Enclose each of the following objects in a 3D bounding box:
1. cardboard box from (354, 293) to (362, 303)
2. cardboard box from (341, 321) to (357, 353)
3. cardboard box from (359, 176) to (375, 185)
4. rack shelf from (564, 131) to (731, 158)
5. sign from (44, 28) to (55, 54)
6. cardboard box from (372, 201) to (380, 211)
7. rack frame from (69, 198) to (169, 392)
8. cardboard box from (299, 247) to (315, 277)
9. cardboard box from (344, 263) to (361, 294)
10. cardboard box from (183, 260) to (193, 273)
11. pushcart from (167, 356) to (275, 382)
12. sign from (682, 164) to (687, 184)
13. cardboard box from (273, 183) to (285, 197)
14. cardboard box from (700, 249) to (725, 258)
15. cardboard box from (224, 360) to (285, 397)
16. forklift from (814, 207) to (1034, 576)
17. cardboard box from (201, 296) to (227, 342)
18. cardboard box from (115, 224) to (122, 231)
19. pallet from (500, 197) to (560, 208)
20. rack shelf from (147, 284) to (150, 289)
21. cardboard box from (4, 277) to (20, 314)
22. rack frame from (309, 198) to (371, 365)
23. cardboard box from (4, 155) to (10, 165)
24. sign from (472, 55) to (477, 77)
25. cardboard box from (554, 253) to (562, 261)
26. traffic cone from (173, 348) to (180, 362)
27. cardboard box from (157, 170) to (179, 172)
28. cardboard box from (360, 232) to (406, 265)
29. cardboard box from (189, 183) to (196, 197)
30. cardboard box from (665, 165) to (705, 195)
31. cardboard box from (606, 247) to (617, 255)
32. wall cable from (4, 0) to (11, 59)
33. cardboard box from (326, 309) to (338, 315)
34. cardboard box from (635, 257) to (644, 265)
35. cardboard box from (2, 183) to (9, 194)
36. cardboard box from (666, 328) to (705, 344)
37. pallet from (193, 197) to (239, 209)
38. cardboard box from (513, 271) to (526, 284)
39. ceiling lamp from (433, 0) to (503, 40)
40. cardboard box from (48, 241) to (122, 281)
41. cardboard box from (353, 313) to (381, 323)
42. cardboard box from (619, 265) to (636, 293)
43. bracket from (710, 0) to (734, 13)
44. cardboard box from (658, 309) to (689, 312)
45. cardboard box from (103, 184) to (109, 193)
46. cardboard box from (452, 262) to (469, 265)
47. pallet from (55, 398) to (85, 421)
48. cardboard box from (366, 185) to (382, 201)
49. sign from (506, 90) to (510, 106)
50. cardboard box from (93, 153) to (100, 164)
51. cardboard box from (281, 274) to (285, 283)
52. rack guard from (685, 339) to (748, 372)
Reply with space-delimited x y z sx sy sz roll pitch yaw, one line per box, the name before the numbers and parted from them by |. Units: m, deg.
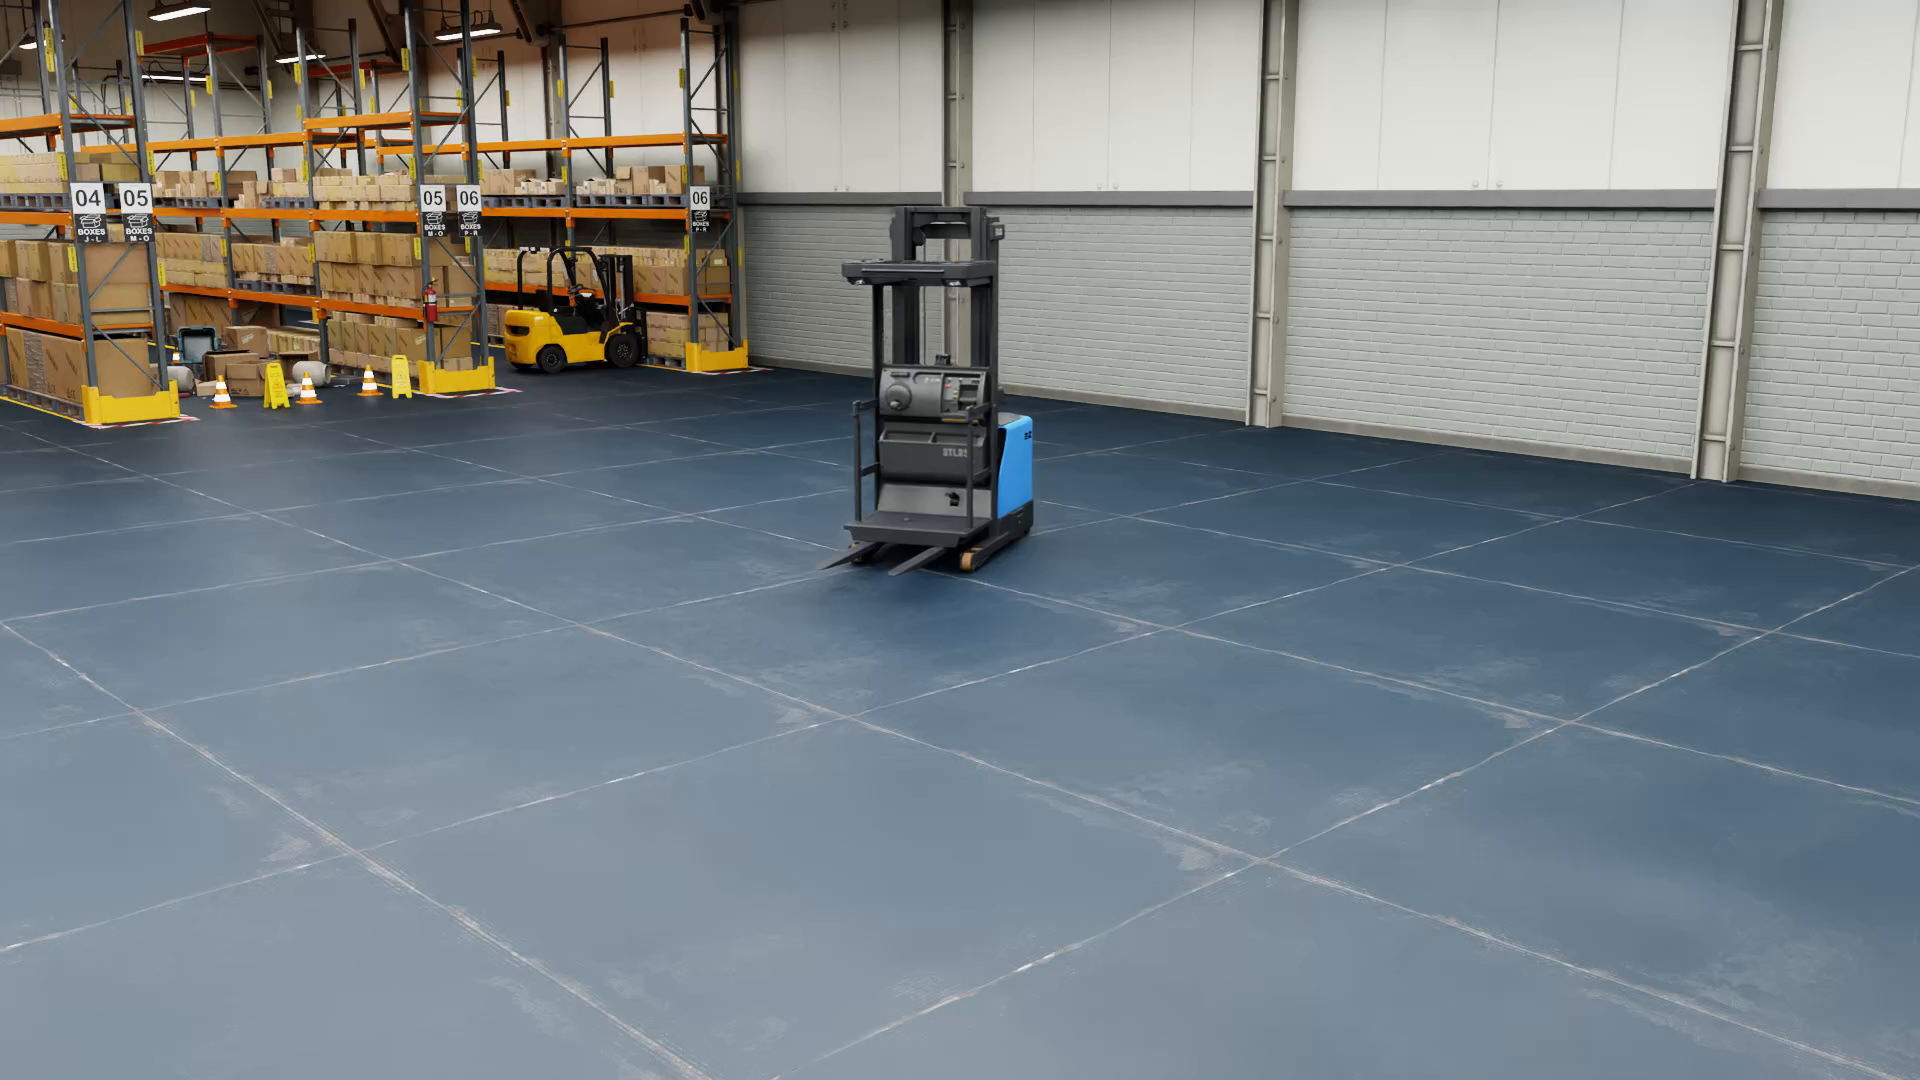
cardboard box | -9.848 -4.029 27.657 0.380 0.149 0.250 -11 16 -42
cardboard box | -10.120 -3.457 28.172 0.500 0.500 0.500 -10 15 -40
cardboard box | -9.479 -5.811 26.897 0.380 0.149 0.250 -10 16 -41
rack shelf | -5.742 -7.221 30.435 1.077 0.370 4.000 -11 16 -43
sign | -11.861 -6.504 21.667 0.100 0.325 0.005 -11 16 -43
cardboard box | -9.261 -5.397 26.863 0.250 0.149 0.380 11 16 44
rack frame | -11.459 -3.143 22.731 1.000 3.000 0.127 -11 16 -43
cardboard box | -11.196 -4.867 29.074 0.500 0.500 0.500 -11 16 -44
cardboard box | -9.908 -4.377 27.740 0.500 0.500 0.500 -11 16 -43
cardboard box | -15.075 -5.443 33.031 0.500 0.250 0.500 11 16 43
pushcart | -12.325 -2.822 27.672 0.936 0.377 1.648 6 13 26
sign | -4.763 -6.330 28.770 0.100 0.325 0.005 -11 16 -43
cardboard box | -11.916 -6.246 29.694 0.500 0.250 0.500 -11 16 -42
cardboard box | -4.438 -5.131 29.788 0.380 0.149 0.250 -11 16 -44
cardboard box | -10.992 -2.528 25.935 0.637 0.503 0.797 1 12 6
forklift | -0.299 -1.265 13.787 1.130 2.935 3.031 4 12 19
cardboard box | -14.503 -4.423 33.170 0.875 0.875 0.875 -11 16 -42
cardboard box | -17.912 -6.716 35.743 0.250 0.149 0.380 11 16 44
pallet | -8.578 -6.834 33.684 1.003 0.211 1.213 -10 15 -40
rack shelf | -17.616 -5.538 36.141 1.077 0.370 4.000 -11 16 -43
cardboard box | -13.958 -3.748 25.296 0.875 0.550 0.550 -11 16 -43
rack frame | -10.711 -4.431 28.985 1.000 3.000 0.127 -11 16 -43
cardboard box | -13.510 -5.469 23.946 0.380 0.149 0.250 -11 16 -42
sign | -7.556 -7.357 25.810 0.100 0.325 0.005 -11 16 -43
cardboard box | -7.711 -5.544 32.531 0.380 0.149 0.250 -11 16 -43
traffic cone | -13.503 -3.077 28.701 0.336 0.463 0.334 -11 16 -43
cardboard box | -16.490 -7.486 34.845 0.500 0.500 0.500 -11 16 -42
cardboard box | -9.230 -4.711 26.879 0.700 0.500 0.500 -11 16 -43
cardboard box | -14.677 -6.776 32.225 0.258 0.266 0.396 11 16 44
cardboard box | -4.843 -6.343 29.294 0.500 0.500 0.500 -10 15 -41
cardboard box | -6.387 -5.400 31.096 0.380 0.149 0.250 -11 16 -43
wall cable | -23.886 -12.997 39.342 2.355 3.000 0.029 -11 16 -43
cardboard box | -15.056 -5.755 40.557 0.637 0.503 0.797 11 16 43
cardboard box | -5.707 -5.101 30.384 0.380 0.149 0.250 -11 16 -42
cardboard box | -13.691 -5.116 24.210 0.380 0.149 0.250 -11 16 -43
cardboard box | -4.923 -3.671 29.829 0.500 0.250 0.500 -11 16 -43
pallet | -13.956 -6.478 31.955 1.213 0.211 1.003 -10 15 -40
cardboard box | -8.694 -5.310 33.625 0.500 0.250 0.500 -10 15 -41
ceiling lamp | -8.617 -10.594 29.566 0.800 3.185 2.000 -11 16 -43
cardboard box | -12.422 -3.973 23.712 0.875 0.550 0.550 -11 16 -43
cardboard box | -9.911 -3.711 27.797 0.380 0.149 0.250 -10 15 -39
cardboard box | -5.951 -4.847 30.757 0.500 0.500 0.500 -11 16 -42
bracket | -4.160 -9.358 29.111 0.235 0.232 0.430 -11 16 -43
cardboard box | -5.241 -4.131 30.827 0.500 0.250 0.500 -11 16 -43
cardboard box | -11.640 -4.875 23.041 0.380 0.149 0.250 -11 16 -42
cardboard box | -10.617 -5.832 35.367 0.380 0.149 0.250 -11 16 -42
pallet | -12.067 -1.883 23.526 1.003 0.211 1.213 -11 16 -43
cardboard box | -9.205 -5.574 26.735 0.500 0.250 0.500 -10 16 -41
sign | -9.487 -9.258 34.840 0.100 0.325 0.005 -11 16 -43
cardboard box | -11.808 -5.301 23.132 0.380 0.149 0.250 -11 16 -43
cardboard box | -11.960 -4.701 29.878 0.380 0.149 0.250 -11 16 -43
rack guard | -4.344 -3.312 29.746 1.175 0.500 0.348 -11 16 -43
